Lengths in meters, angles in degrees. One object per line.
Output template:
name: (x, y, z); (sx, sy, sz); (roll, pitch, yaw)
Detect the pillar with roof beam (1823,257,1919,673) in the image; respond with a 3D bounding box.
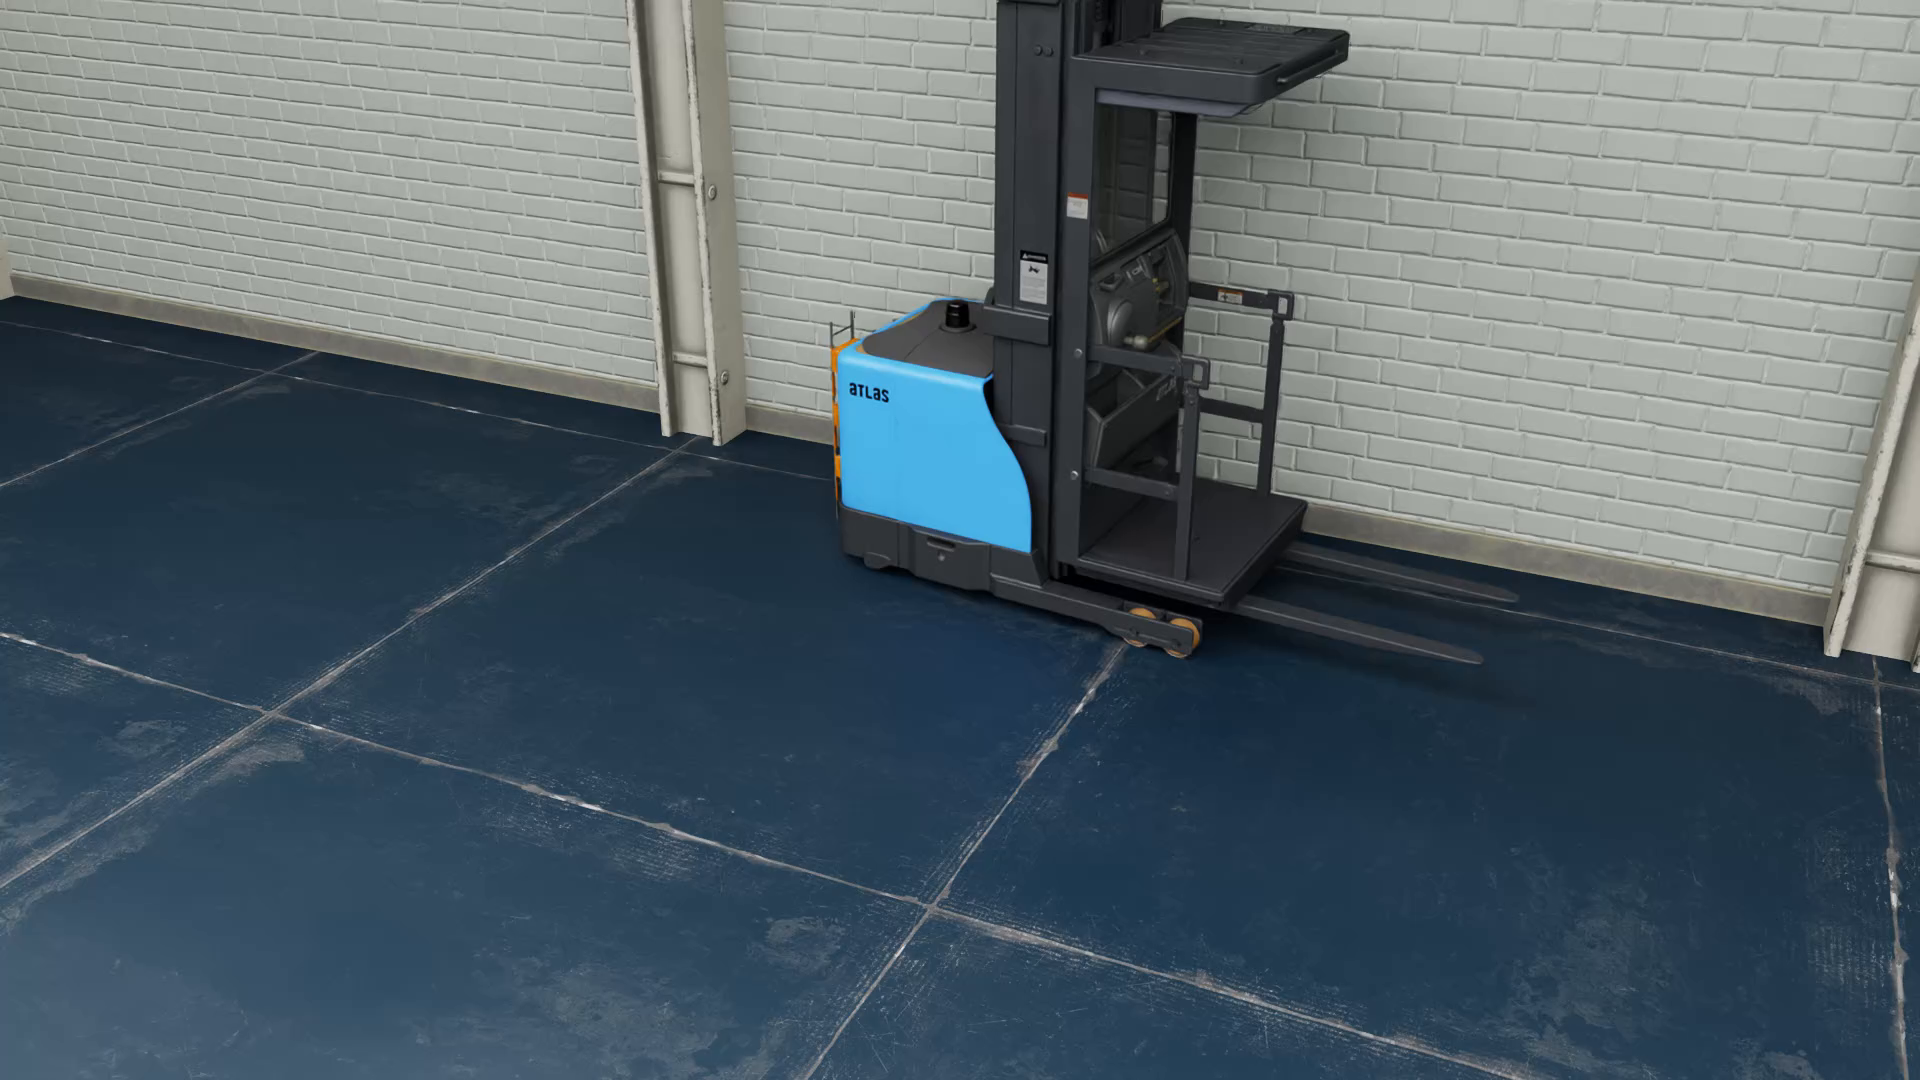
pillar with roof beam: (2.224, -1.833, 1.784); (0.400, 9.000, 9.100); (11, 28, 22)

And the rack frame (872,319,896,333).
rack frame: (-0.365, -0.562, 8.204); (0.008, 1.050, 0.200); (14, 30, 26)

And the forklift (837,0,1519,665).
forklift: (0.958, -1.073, 7.112); (3.031, 2.935, 1.130); (14, 30, 26)

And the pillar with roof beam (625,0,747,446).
pillar with roof beam: (-3.238, -2.930, 4.013); (0.400, 9.000, 9.100); (11, 28, 22)

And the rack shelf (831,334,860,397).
rack shelf: (-0.471, -0.834, 8.137); (0.240, 0.259, 0.215); (14, 30, 26)

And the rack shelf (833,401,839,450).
rack shelf: (-0.471, -0.580, 8.263); (0.240, 0.259, 0.215); (14, 30, 26)

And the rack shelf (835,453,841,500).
rack shelf: (-0.471, -0.330, 8.386); (0.240, 0.259, 0.215); (14, 30, 26)

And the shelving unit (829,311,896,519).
shelving unit: (-0.471, -0.589, 8.258); (0.252, 1.050, 0.215); (14, 30, 26)

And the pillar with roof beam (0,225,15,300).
pillar with roof beam: (-8.700, -4.027, 6.241); (0.400, 9.000, 9.100); (11, 28, 22)

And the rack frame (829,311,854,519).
rack frame: (-0.577, -0.616, 8.312); (0.008, 1.050, 0.200); (14, 30, 26)
